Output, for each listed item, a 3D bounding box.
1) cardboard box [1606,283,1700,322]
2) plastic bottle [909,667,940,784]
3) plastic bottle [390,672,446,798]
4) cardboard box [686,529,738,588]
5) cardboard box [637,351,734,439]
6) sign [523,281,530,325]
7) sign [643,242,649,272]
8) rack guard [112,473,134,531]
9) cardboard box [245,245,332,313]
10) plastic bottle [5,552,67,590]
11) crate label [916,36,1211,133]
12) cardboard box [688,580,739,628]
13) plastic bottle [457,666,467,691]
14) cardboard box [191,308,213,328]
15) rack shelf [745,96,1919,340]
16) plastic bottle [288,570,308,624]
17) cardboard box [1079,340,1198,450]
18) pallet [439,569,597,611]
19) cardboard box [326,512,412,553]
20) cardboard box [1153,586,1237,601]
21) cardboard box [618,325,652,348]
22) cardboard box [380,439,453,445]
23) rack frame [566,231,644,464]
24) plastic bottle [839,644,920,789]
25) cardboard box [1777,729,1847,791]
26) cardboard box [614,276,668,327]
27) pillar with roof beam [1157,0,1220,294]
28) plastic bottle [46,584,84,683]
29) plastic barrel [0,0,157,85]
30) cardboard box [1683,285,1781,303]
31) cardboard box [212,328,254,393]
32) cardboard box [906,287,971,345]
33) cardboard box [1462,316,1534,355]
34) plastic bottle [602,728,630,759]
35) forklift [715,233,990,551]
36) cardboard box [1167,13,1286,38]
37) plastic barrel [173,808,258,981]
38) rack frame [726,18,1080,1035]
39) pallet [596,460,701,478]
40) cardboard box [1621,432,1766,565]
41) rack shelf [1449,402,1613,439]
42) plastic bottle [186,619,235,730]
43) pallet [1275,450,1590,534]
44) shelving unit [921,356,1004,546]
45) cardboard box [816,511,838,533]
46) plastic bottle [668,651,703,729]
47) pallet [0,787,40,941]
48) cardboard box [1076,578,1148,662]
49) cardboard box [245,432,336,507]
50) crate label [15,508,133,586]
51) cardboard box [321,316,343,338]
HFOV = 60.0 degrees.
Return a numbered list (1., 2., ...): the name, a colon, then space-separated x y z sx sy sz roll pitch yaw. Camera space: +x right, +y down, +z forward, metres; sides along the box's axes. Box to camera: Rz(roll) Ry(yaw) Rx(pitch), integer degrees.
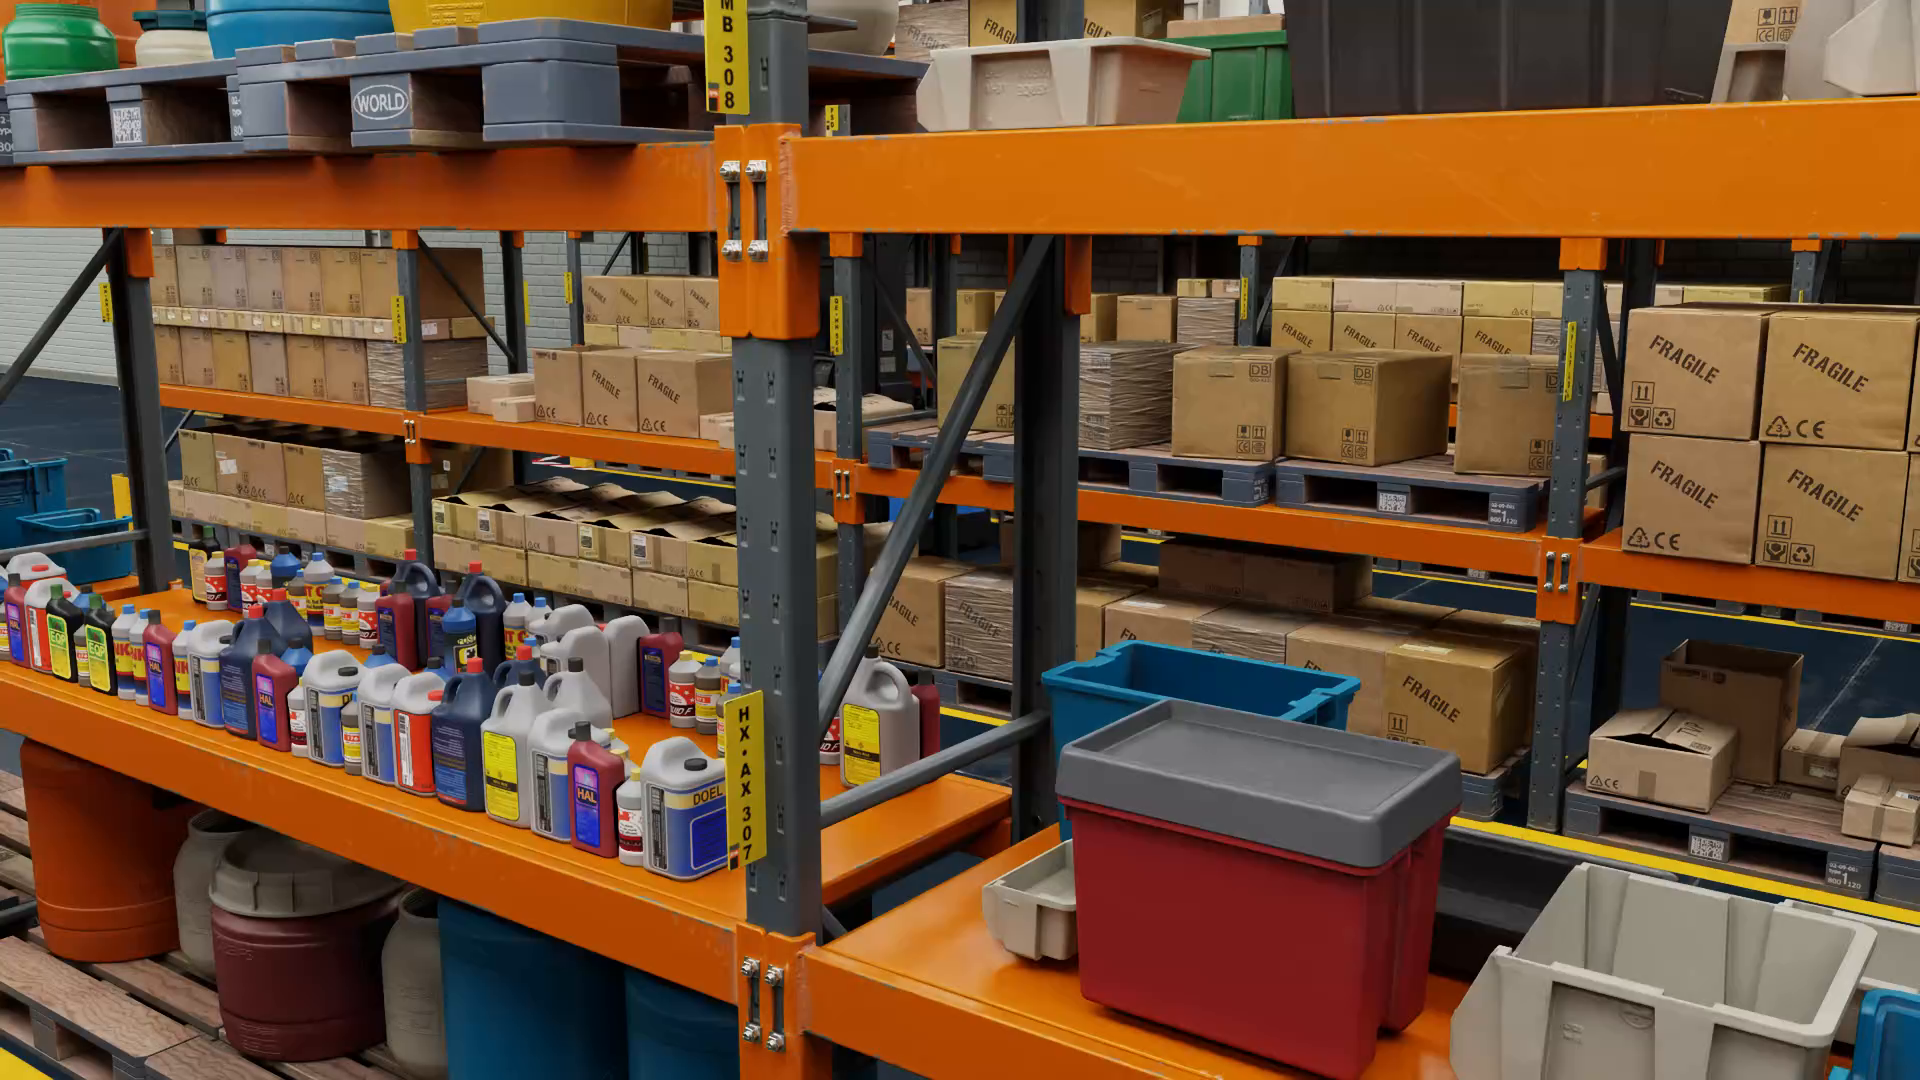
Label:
1. cardboard box: 4.858 -1.663 11.655 0.500 0.250 0.500 8 14 37
2. plastic bottle: -0.115 0.450 4.114 0.133 0.283 0.061 8 13 36
3. plastic bottle: -1.281 0.467 4.043 0.135 0.276 0.152 8 13 36
4. cardboard box: -1.351 0.081 10.369 0.500 0.311 0.500 8 13 35
5. cardboard box: -1.723 -0.944 10.747 0.500 0.500 0.500 7 13 33
6. sign: -3.271 -1.772 12.451 0.005 0.325 0.100 8 13 36
7. sign: -3.535 -3.173 18.653 0.005 0.325 0.100 8 13 36
8. rack guard: -6.828 -0.383 14.695 0.348 0.500 1.175 8 13 36
9. cardboard box: -5.160 -2.062 13.114 0.500 0.500 0.700 8 14 36
10. plastic bottle: -3.048 0.185 5.502 0.135 0.276 0.152 8 13 36
11. crate label: 0.152 -0.745 2.779 0.466 0.136 0.293 8 13 36
12. cardboard box: -1.347 0.356 10.425 0.500 0.250 0.500 8 13 35
13. plastic bottle: -1.223 0.449 4.153 0.097 0.271 0.097 0 11 0
14. cardboard box: -6.003 -1.812 13.528 0.250 0.149 0.380 8 13 35
15. rack shelf: 1.541 -0.395 2.173 4.000 0.370 1.077 8 13 36
16. plastic bottle: -2.213 0.202 5.613 0.097 0.201 0.097 0 11 0
17. cardboard box: 0.838 -0.778 8.785 0.700 0.500 0.500 -10 15 -42
18. pallet: -2.968 0.288 11.986 1.213 0.211 1.003 8 13 36
19. cardboard box: -4.485 -0.091 12.735 0.500 0.250 0.500 8 13 36
20. cardboard box: 1.376 0.488 9.031 0.500 0.500 0.500 7 13 33
21. cardboard box: -3.247 -2.143 17.553 0.500 0.250 0.500 7 13 34
22. cardboard box: -4.181 -0.538 13.070 0.500 0.500 0.500 8 13 36
23. rack frame: -3.879 -2.367 18.366 0.127 3.000 1.000 8 13 36
24. plastic bottle: -0.196 0.430 4.041 0.185 0.351 0.144 8 13 36
25. cardboard box: 3.828 0.979 7.422 0.250 0.149 0.380 8 13 36
26. cardboard box: -3.280 -2.514 17.496 0.500 0.500 0.500 8 14 36
27. pillar with roof beam: -0.515 -4.032 11.180 0.400 9.000 9.100 8 13 36
28. plastic bottle: -2.684 0.279 4.998 0.133 0.283 0.061 8 13 36
29. plastic barrel: -2.840 -1.776 5.179 0.708 0.830 0.600 8 13 36
30. cardboard box: 5.265 -1.604 11.350 0.500 0.250 0.500 8 14 37
31. cardboard box: -5.617 -1.487 13.558 0.500 0.500 0.700 8 14 36
32. cardboard box: -0.265 -2.120 15.667 0.500 0.500 0.700 8 14 36
33. cardboard box: 4.049 -1.405 12.295 0.500 0.500 0.500 8 14 37
34. plastic bottle: -0.816 0.540 3.866 0.097 0.201 0.097 0 11 0
35. forklift: -1.224 -1.282 12.942 3.031 2.935 1.130 -8 14 -37
36. cardboard box: 1.424 -2.253 8.250 0.600 0.600 0.600 7 13 33
37. plastic barrel: -2.383 1.167 5.545 0.421 0.512 0.421 0 11 0
38. rack frame: -0.071 0.499 3.552 0.127 3.000 1.000 8 13 36
39. pallet: -3.184 -0.892 18.086 1.213 0.211 1.003 8 13 36
40. cardboard box: 3.113 -0.209 6.948 0.500 0.500 0.500 8 14 37
41. rack shelf: 4.181 -0.889 12.622 4.000 0.370 1.077 8 13 36
42. plastic bottle: -2.020 0.364 4.575 0.135 0.276 0.152 8 13 36
43. pallet: 2.284 -0.271 8.039 1.213 0.211 1.003 8 13 36
44. shelving unit: 0.189 -0.794 14.184 0.538 1.500 1.048 -9 14 -39
45. cardboard box: -1.037 -0.002 10.798 0.500 0.311 0.500 8 13 34
46. plastic bottle: -0.748 0.406 4.556 0.097 0.201 0.097 0 11 0
47. pallet: -3.897 1.325 6.622 1.213 0.211 1.003 8 13 36
48. cardboard box: 0.664 0.513 8.904 0.500 0.500 0.500 8 13 35
49. cardboard box: -5.301 -0.569 13.232 0.500 0.500 0.500 8 13 36
50. crate label: -3.413 0.027 6.434 0.416 0.233 0.303 8 13 36
51. cardboard box: -4.554 -1.610 12.483 0.250 0.149 0.380 8 13 35
